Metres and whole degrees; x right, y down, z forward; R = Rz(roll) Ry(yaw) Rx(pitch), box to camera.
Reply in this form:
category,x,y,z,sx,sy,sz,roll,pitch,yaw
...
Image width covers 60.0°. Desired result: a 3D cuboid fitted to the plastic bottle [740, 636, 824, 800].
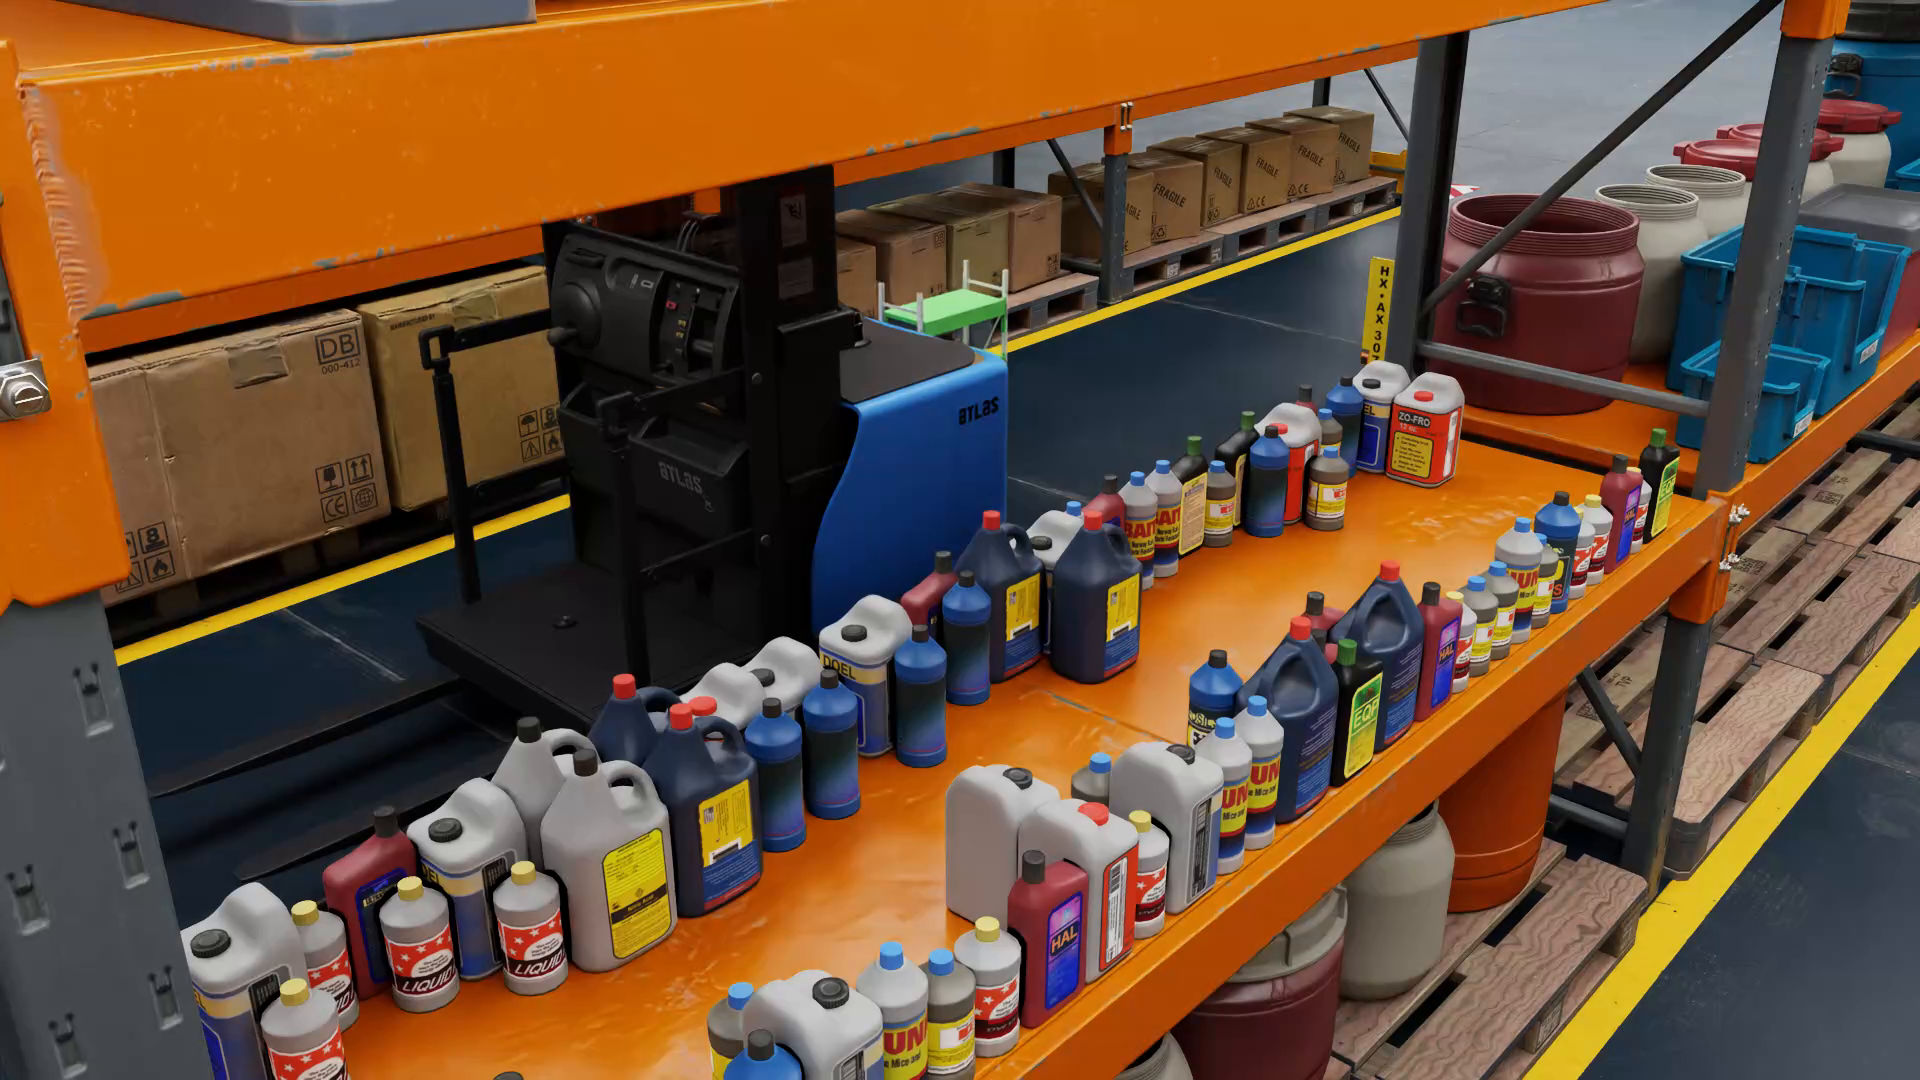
category,x,y,z,sx,sy,sz,roll,pitch,yaw
plastic bottle,-0.333,0.325,3.011,0.152,0.276,0.135,20,31,38

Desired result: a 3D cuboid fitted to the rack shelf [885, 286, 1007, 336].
category,x,y,z,sx,sy,sz,roll,pitch,yaw
rack shelf,-0.064,-0.891,6.755,0.258,0.148,0.480,22,32,39

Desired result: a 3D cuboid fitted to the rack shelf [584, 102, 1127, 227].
category,x,y,z,sx,sy,sz,roll,pitch,yaw
rack shelf,-0.710,-2.070,9.079,1.077,0.370,4.000,20,31,38

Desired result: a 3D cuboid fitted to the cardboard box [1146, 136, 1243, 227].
category,x,y,z,sx,sy,sz,roll,pitch,yaw
cardboard box,1.654,-2.556,11.827,0.500,0.500,0.500,17,29,33

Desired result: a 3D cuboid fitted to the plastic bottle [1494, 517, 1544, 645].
category,x,y,z,sx,sy,sz,roll,pitch,yaw
plastic bottle,1.187,0.081,3.560,0.097,0.271,0.097,0,24,0

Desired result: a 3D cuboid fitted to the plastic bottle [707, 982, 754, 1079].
category,x,y,z,sx,sy,sz,roll,pitch,yaw
plastic bottle,-0.294,0.696,2.274,0.097,0.201,0.097,0,24,0

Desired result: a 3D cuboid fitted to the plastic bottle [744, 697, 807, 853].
category,x,y,z,sx,sy,sz,roll,pitch,yaw
plastic bottle,-0.318,0.396,2.857,0.097,0.271,0.097,0,24,0

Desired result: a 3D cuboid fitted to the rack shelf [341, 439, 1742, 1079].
category,x,y,z,sx,sy,sz,roll,pitch,yaw
rack shelf,0.309,0.501,3.345,1.077,0.370,4.000,20,31,38

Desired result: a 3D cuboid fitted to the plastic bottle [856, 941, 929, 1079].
category,x,y,z,sx,sy,sz,roll,pitch,yaw
plastic bottle,-0.091,0.665,2.258,0.097,0.271,0.097,0,24,0

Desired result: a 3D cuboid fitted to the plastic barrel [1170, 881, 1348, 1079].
category,x,y,z,sx,sy,sz,roll,pitch,yaw
plastic barrel,0.576,0.970,3.854,0.600,0.588,0.708,20,31,38

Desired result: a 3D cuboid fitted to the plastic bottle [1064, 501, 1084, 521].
category,x,y,z,sx,sy,sz,roll,pitch,yaw
plastic bottle,0.246,0.046,3.639,0.097,0.271,0.097,0,24,0

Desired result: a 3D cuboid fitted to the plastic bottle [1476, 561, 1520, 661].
category,x,y,z,sx,sy,sz,roll,pitch,yaw
plastic bottle,1.122,0.143,3.508,0.097,0.201,0.097,0,24,0

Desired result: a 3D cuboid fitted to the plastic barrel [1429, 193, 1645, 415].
category,x,y,z,sx,sy,sz,roll,pitch,yaw
plastic barrel,1.728,-0.722,5.029,0.600,0.536,0.708,20,31,38

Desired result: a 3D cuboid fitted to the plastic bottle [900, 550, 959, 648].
category,x,y,z,sx,sy,sz,roll,pitch,yaw
plastic bottle,-0.058,0.168,3.352,0.061,0.283,0.133,20,31,38

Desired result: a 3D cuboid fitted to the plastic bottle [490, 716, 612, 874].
category,x,y,z,sx,sy,sz,roll,pitch,yaw
plastic bottle,-0.656,0.436,2.672,0.144,0.351,0.185,20,31,38

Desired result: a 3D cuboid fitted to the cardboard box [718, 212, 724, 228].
category,x,y,z,sx,sy,sz,roll,pitch,yaw
cardboard box,-1.273,-1.568,8.681,0.500,0.250,0.500,-20,31,-37

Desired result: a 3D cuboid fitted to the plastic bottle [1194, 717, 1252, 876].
category,x,y,z,sx,sy,sz,roll,pitch,yaw
plastic bottle,0.438,0.424,2.796,0.097,0.271,0.097,0,24,0

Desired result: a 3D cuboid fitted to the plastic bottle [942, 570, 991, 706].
category,x,y,z,sx,sy,sz,roll,pitch,yaw
plastic bottle,0.013,0.189,3.319,0.097,0.271,0.097,0,24,0

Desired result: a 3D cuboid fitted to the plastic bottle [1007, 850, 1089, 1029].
category,x,y,z,sx,sy,sz,roll,pitch,yaw
plastic bottle,0.130,0.570,2.455,0.061,0.283,0.133,20,31,38

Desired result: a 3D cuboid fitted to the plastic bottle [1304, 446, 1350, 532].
category,x,y,z,sx,sy,sz,roll,pitch,yaw
plastic bottle,0.911,-0.133,4.122,0.097,0.201,0.097,0,24,0

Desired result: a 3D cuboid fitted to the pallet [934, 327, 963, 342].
category,x,y,z,sx,sy,sz,roll,pitch,yaw
pallet,-0.707,-1.124,9.499,1.003,0.211,1.213,20,31,38

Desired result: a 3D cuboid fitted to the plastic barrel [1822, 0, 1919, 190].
category,x,y,z,sx,sy,sz,roll,pitch,yaw
plastic barrel,3.830,-1.849,7.094,0.600,0.901,0.708,20,31,38

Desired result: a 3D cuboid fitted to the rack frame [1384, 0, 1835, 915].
category,x,y,z,sx,sy,sz,roll,pitch,yaw
rack frame,1.644,-0.436,4.557,1.000,3.000,0.127,20,31,38

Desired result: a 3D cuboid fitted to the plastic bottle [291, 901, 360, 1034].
category,x,y,z,sx,sy,sz,roll,pitch,yaw
plastic bottle,-0.946,0.622,2.439,0.097,0.201,0.097,0,24,0

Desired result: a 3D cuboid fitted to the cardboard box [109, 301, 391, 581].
category,x,y,z,sx,sy,sz,roll,pitch,yaw
cardboard box,-3.121,-0.537,6.864,1.225,0.875,0.875,20,31,38

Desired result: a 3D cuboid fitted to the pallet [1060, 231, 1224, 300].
category,x,y,z,sx,sy,sz,roll,pitch,yaw
pallet,1.047,-1.949,11.339,1.003,0.211,1.213,20,31,38

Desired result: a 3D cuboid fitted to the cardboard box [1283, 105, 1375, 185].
category,x,y,z,sx,sy,sz,roll,pitch,yaw
cardboard box,2.866,-3.091,13.020,0.500,0.500,0.500,-17,29,-34

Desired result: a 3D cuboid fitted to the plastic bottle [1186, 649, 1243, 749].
category,x,y,z,sx,sy,sz,roll,pitch,yaw
plastic bottle,0.460,0.325,3.016,0.097,0.271,0.097,0,24,0

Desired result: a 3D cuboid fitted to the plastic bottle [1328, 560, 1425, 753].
category,x,y,z,sx,sy,sz,roll,pitch,yaw
plastic bottle,0.792,0.211,3.173,0.144,0.351,0.185,20,31,38

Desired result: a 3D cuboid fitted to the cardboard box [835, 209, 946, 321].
category,x,y,z,sx,sy,sz,roll,pitch,yaw
cardboard box,-0.506,-1.576,9.615,0.700,0.500,0.500,17,29,33

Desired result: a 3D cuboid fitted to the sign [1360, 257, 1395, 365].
category,x,y,z,sx,sy,sz,roll,pitch,yaw
sign,1.230,-0.659,4.853,0.100,0.325,0.005,20,31,38

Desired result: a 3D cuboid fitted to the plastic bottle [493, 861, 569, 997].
category,x,y,z,sx,sy,sz,roll,pitch,yaw
plastic bottle,-0.654,0.582,2.529,0.097,0.201,0.097,0,24,0

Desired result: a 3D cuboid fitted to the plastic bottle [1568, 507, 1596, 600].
category,x,y,z,sx,sy,sz,roll,pitch,yaw
plastic bottle,1.382,0.024,3.772,0.097,0.201,0.097,0,24,0

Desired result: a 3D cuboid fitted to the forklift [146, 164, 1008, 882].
category,x,y,z,sx,sy,sz,roll,pitch,yaw
forklift,-1.186,-0.733,5.302,1.130,2.935,3.031,21,32,39

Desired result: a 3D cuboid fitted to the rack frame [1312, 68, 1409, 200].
category,x,y,z,sx,sy,sz,roll,pitch,yaw
rack frame,3.295,-4.226,13.009,1.000,3.000,0.127,20,31,38

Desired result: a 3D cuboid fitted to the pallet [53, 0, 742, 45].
category,x,y,z,sx,sy,sz,roll,pitch,yaw
pallet,-0.575,-0.766,1.856,1.213,0.211,1.003,20,31,38

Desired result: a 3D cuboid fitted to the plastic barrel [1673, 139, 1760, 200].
category,x,y,z,sx,sy,sz,roll,pitch,yaw
plastic barrel,2.733,-1.130,5.938,0.433,0.535,0.433,0,24,0

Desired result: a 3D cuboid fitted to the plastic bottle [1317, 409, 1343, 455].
category,x,y,z,sx,sy,sz,roll,pitch,yaw
plastic bottle,0.952,-0.245,4.372,0.097,0.201,0.097,0,24,0

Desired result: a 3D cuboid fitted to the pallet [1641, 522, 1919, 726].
category,x,y,z,sx,sy,sz,roll,pitch,yaw
pallet,3.004,0.241,6.455,1.003,0.211,1.213,20,31,38

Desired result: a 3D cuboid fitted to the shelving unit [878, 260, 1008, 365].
category,x,y,z,sx,sy,sz,roll,pitch,yaw
shelving unit,-0.064,-0.512,6.925,0.258,1.200,0.503,22,32,39

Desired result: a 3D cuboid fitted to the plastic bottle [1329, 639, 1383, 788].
category,x,y,z,sx,sy,sz,roll,pitch,yaw
plastic bottle,0.717,0.302,3.053,0.061,0.283,0.133,20,31,38

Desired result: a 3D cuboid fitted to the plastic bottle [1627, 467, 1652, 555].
category,x,y,z,sx,sy,sz,roll,pitch,yaw
plastic bottle,1.601,-0.076,3.995,0.097,0.201,0.097,0,24,0

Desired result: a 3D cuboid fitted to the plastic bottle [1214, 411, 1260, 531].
category,x,y,z,sx,sy,sz,roll,pitch,yaw
plastic bottle,0.682,-0.170,4.106,0.061,0.283,0.133,20,31,38

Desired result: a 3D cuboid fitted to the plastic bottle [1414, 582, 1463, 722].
category,x,y,z,sx,sy,sz,roll,pitch,yaw
plastic bottle,0.929,0.205,3.269,0.061,0.283,0.133,20,31,38

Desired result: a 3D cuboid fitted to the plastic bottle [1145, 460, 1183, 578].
category,x,y,z,sx,sy,sz,roll,pitch,yaw
plastic bottle,0.465,-0.054,3.862,0.097,0.271,0.097,0,24,0

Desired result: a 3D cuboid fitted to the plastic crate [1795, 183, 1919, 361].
category,x,y,z,sx,sy,sz,roll,pitch,yaw
plastic crate,2.950,-0.874,5.455,0.402,0.464,0.583,20,31,38

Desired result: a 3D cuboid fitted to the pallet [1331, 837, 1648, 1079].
category,x,y,z,sx,sy,sz,roll,pitch,yaw
pallet,1.149,1.088,4.566,1.003,0.211,1.213,20,31,38
